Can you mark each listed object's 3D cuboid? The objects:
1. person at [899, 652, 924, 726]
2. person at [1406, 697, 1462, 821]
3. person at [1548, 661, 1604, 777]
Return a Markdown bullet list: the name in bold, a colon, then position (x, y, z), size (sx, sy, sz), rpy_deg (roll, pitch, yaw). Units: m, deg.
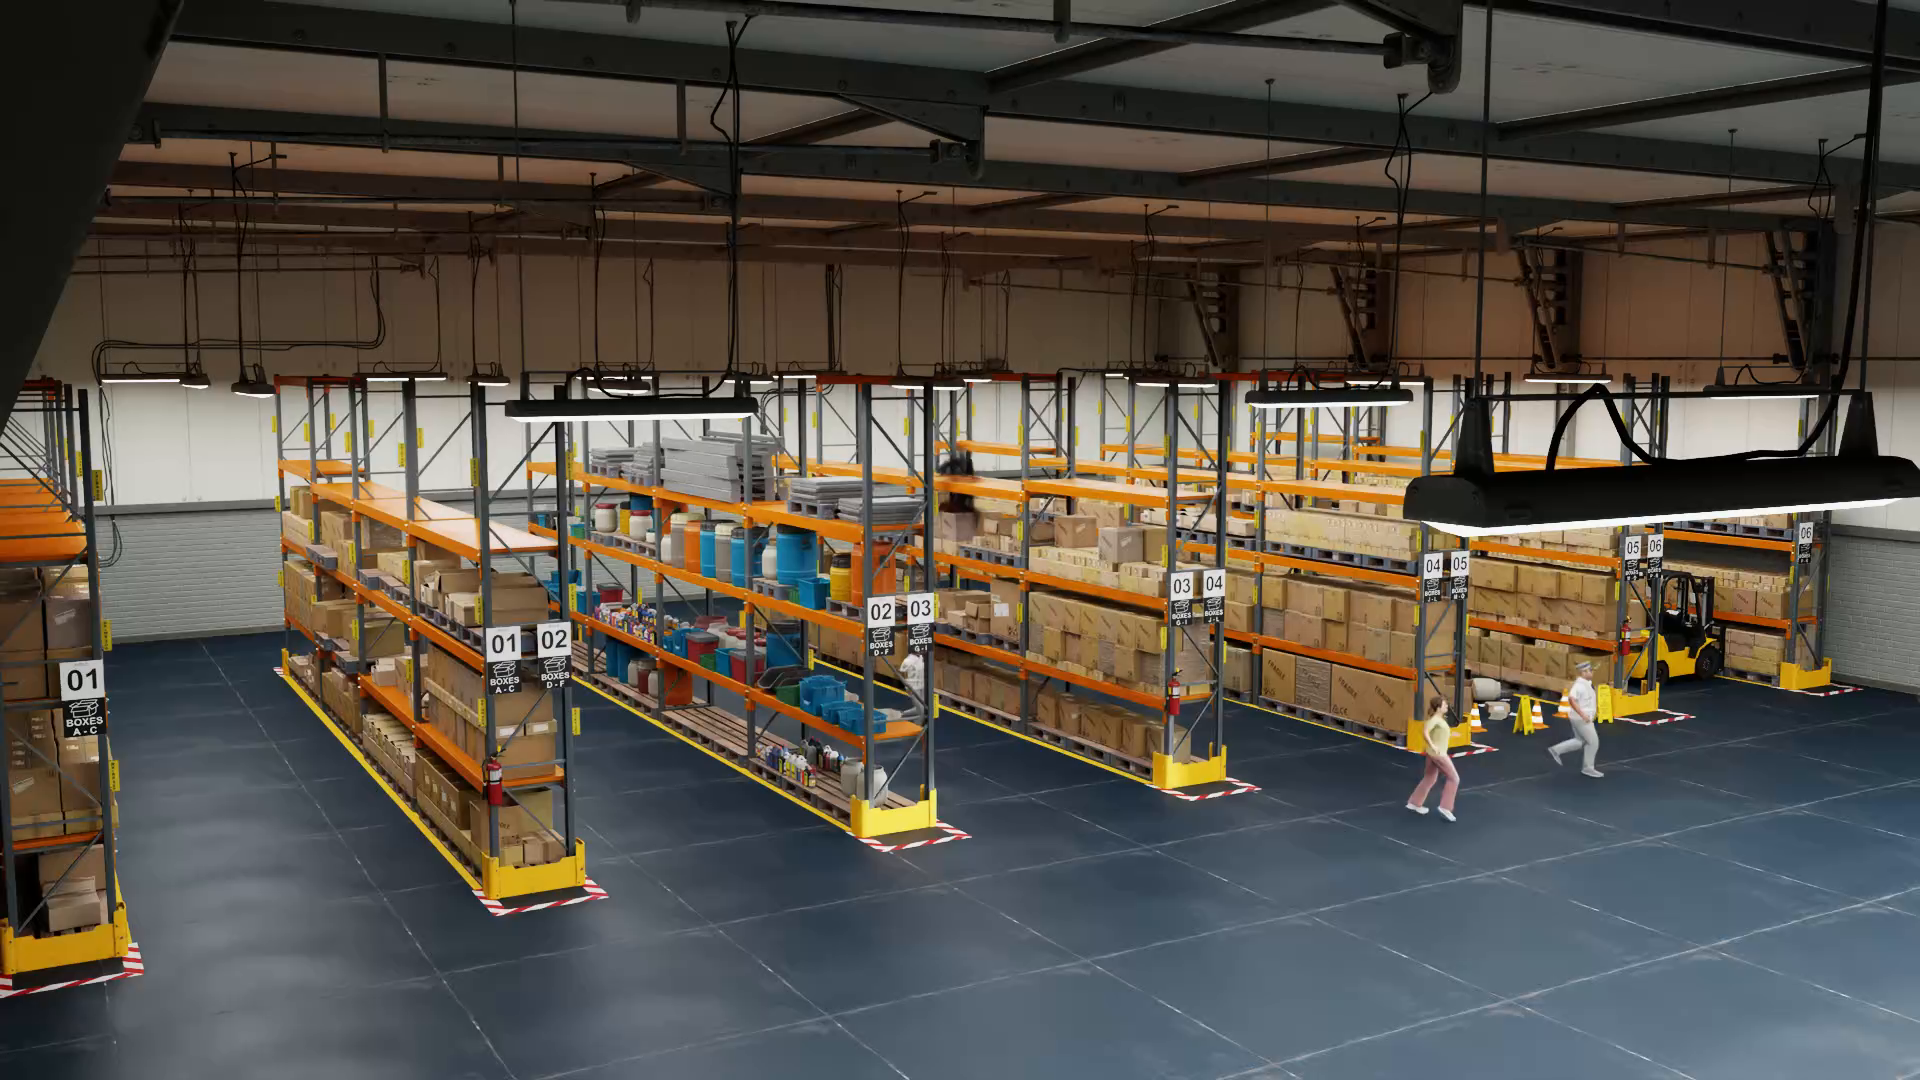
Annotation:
- **person**: position (-0.713, 2.472, 27.814), size (0.559, 1.651, 0.575), rpy_deg (6, 9, 44)
- **person**: position (6.542, 3.005, 22.902), size (0.733, 1.724, 0.558), rpy_deg (1, 6, 7)
- **person**: position (9.424, 2.704, 25.340), size (0.791, 1.766, 0.680), rpy_deg (2, 7, 19)
